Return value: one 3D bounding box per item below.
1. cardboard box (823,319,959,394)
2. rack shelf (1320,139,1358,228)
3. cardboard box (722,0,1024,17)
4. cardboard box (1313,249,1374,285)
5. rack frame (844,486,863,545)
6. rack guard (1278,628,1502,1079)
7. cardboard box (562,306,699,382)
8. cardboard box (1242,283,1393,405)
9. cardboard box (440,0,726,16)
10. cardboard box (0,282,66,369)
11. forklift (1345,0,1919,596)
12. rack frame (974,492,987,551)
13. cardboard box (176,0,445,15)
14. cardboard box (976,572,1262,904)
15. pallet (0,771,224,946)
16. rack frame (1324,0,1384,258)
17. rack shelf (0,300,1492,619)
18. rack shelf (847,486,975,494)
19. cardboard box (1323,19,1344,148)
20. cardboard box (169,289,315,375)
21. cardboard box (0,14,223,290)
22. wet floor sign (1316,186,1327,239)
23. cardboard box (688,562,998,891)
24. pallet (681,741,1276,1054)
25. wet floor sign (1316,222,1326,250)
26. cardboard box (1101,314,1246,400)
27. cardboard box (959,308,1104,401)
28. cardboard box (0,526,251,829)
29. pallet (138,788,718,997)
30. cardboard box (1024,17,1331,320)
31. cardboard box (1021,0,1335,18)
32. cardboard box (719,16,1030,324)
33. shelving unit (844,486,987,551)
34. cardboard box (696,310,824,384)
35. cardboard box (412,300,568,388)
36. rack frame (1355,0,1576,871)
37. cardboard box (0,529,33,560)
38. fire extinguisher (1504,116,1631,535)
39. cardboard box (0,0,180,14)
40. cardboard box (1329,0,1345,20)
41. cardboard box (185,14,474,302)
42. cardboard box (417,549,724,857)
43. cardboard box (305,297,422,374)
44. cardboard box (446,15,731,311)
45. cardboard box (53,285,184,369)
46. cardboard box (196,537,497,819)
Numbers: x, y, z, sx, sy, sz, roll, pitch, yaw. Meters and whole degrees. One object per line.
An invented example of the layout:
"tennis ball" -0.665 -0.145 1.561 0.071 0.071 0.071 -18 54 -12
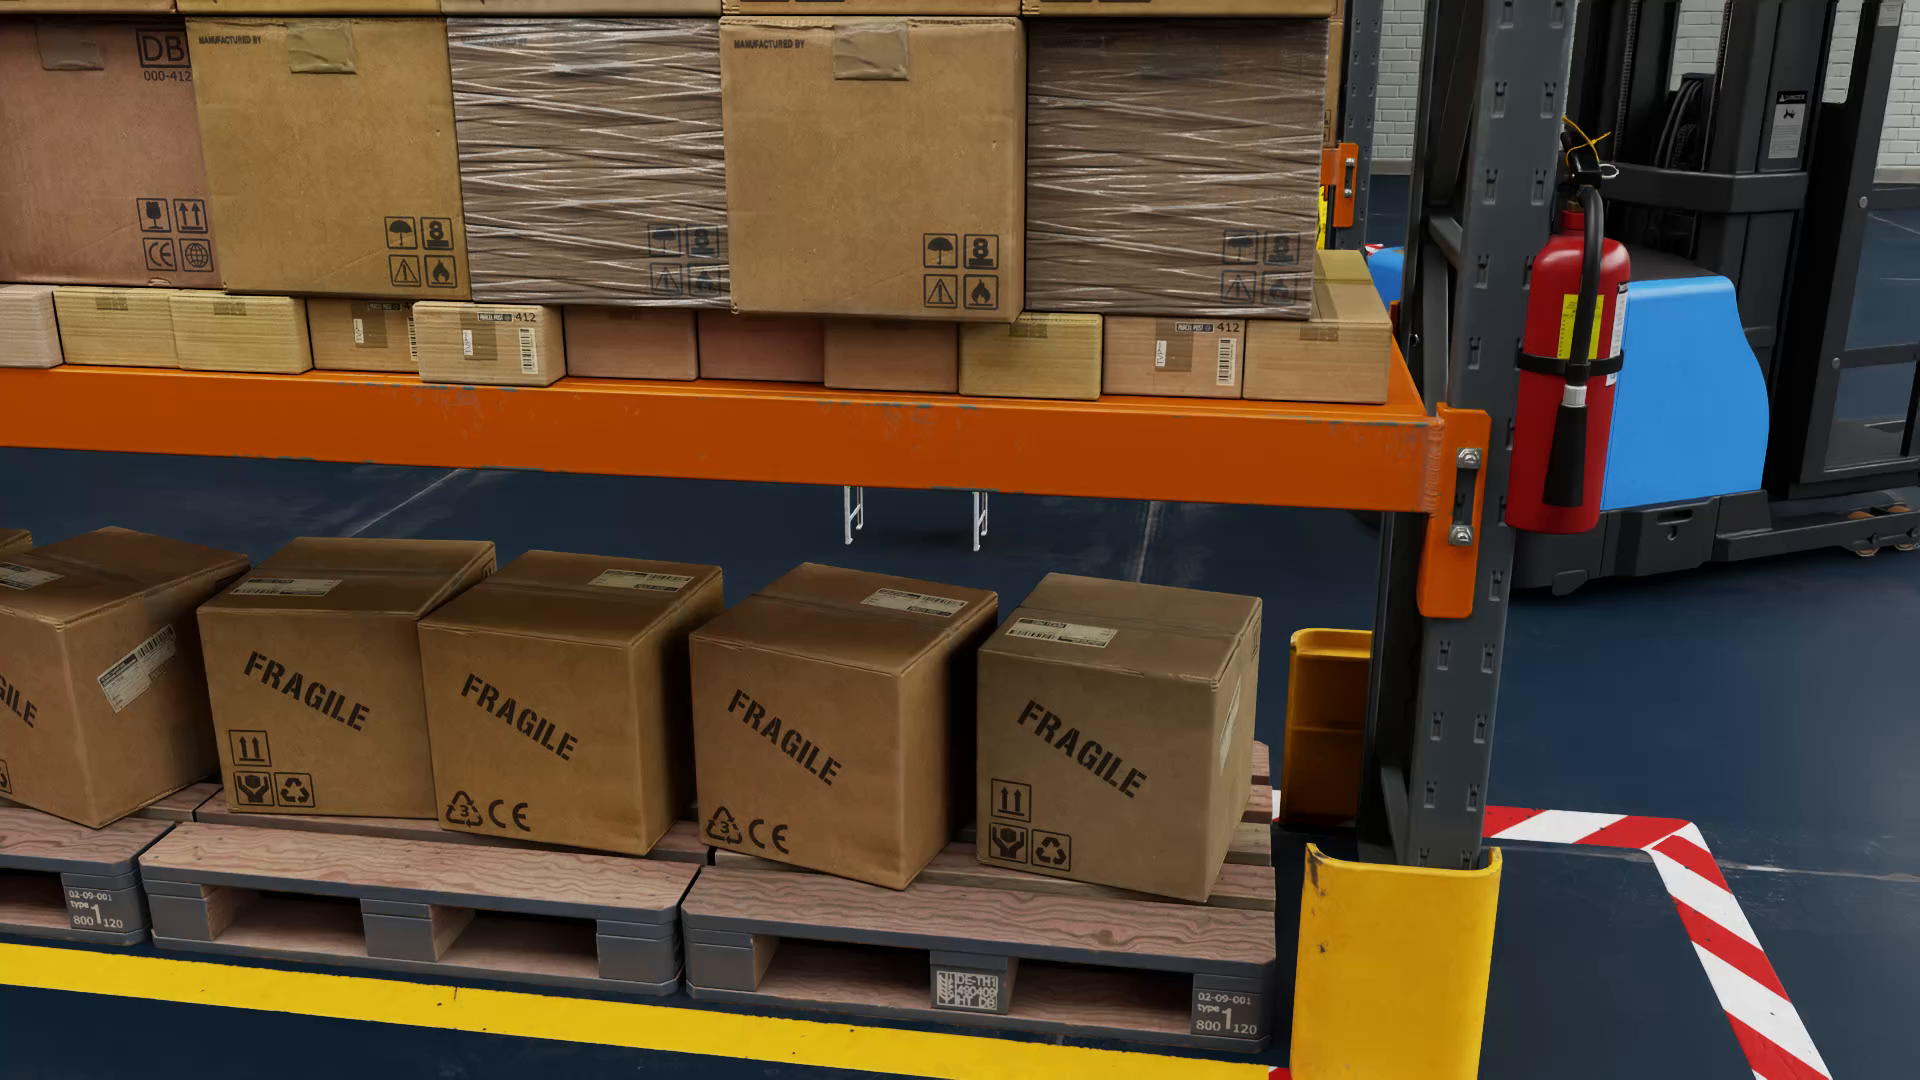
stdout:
"cardboard box" -0.094 -0.396 3.156 0.250 0.149 0.380 3 19 9
"rack shelf" -0.122 -1.847 8.231 4.000 0.370 1.077 3 19 9
"cardboard box" -0.111 -1.175 2.887 0.500 0.500 0.500 3 19 9
"cardboard box" 0.723 -0.509 3.493 0.250 0.149 0.380 3 19 9
"rack frame" -0.404 -0.590 6.174 0.015 1.200 0.240 3 19 9
"rack guard" 0.891 0.642 3.595 0.348 0.500 1.175 3 19 9
"cardboard box" -0.585 -0.427 3.249 0.250 0.149 0.380 3 19 9
"cardboard box" 0.652 -0.370 3.077 0.250 0.149 0.380 3 19 9
"cardboard box" -0.604 -1.201 2.964 0.500 0.500 0.500 3 19 9
"cardboard box" -1.834 -0.461 3.348 0.250 0.149 0.380 3 19 9
"forklift" 3.057 -1.475 6.092 3.031 2.935 1.130 -7 20 -20
"rack frame" 0.077 -0.565 6.101 0.015 1.200 0.240 3 19 9
"cardboard box" -1.096 -1.229 3.047 0.500 0.500 0.500 3 19 9
"cardboard box" 0.352 0.410 3.627 0.500 0.500 0.500 7 20 19
"pallet" -2.315 0.605 4.163 1.213 0.211 1.003 3 19 9
"rack frame" 1.853 -2.088 7.816 0.127 3.000 1.000 3 19 9
"rack shelf" -1.009 -0.299 3.602 4.000 0.370 1.077 3 19 9
"rack shelf" -0.163 -0.289 6.234 0.480 0.148 0.258 3 19 9
"cardboard box" 1.479 -2.164 7.806 0.550 0.550 0.875 3 19 9
"cardboard box" -1.336 -0.445 3.302 0.250 0.149 0.380 3 19 9
"cardboard box" -1.551 -0.857 3.511 0.500 0.500 0.875 3 19 9
"wet floor sign" 2.556 -2.183 11.809 0.232 0.644 0.267 10 21 27
"cardboard box" -0.243 0.391 3.685 0.500 0.500 0.500 8 20 23
"pallet" 0.095 0.727 3.796 1.213 0.211 1.003 3 19 9
"wet floor sign" 2.195 -1.590 10.039 0.232 0.644 0.267 0 19 -1
"cardboard box" 0.405 -0.382 3.115 0.250 0.149 0.380 3 19 9
"cardboard box" 0.150 -0.379 3.104 0.250 0.149 0.380 3 19 9
"cardboard box" -2.028 0.305 3.942 0.500 0.500 0.500 9 21 26
"pallet" -1.106 0.665 3.982 1.213 0.211 1.003 3 19 9
"cardboard box" 0.427 -0.764 3.232 0.500 0.500 0.875 3 19 9
"cardboard box" 0.384 -1.152 2.817 0.500 0.500 0.500 3 19 9
"cardboard box" -0.085 -0.751 3.195 0.500 0.500 0.875 3 19 9
"shelving unit" -0.163 -0.577 6.138 0.503 1.200 0.258 3 19 9
"cardboard box" -0.334 -0.422 3.233 0.250 0.149 0.380 3 19 9
"cardboard box" -0.846 -0.412 3.204 0.250 0.149 0.380 3 19 9
"rack frame" 0.966 -0.539 3.187 0.127 3.000 1.000 3 19 9
"cardboard box" -2.595 0.278 4.021 0.500 0.500 0.500 2 19 7
"fire extinguisher" 1.006 -0.352 2.751 0.183 0.674 0.296 3 19 9
"cardboard box" -1.592 -1.251 3.112 0.500 0.500 0.500 3 19 9
"cardboard box" 1.492 -2.702 7.713 0.550 0.550 0.875 3 19 9
"cardboard box" -1.064 -0.819 3.397 0.500 0.500 0.875 3 19 9
"cardboard box" -0.858 0.354 3.796 0.500 0.500 0.500 5 19 14
"cardboard box" -1.081 -0.447 3.306 0.250 0.149 0.380 3 19 9
"cardboard box" -0.572 -0.790 3.311 0.500 0.500 0.875 3 19 9
"cardboard box" -1.581 -0.461 3.350 0.250 0.149 0.380 3 19 9
"cardboard box" -1.402 0.312 3.922 0.500 0.500 0.500 1 19 4
